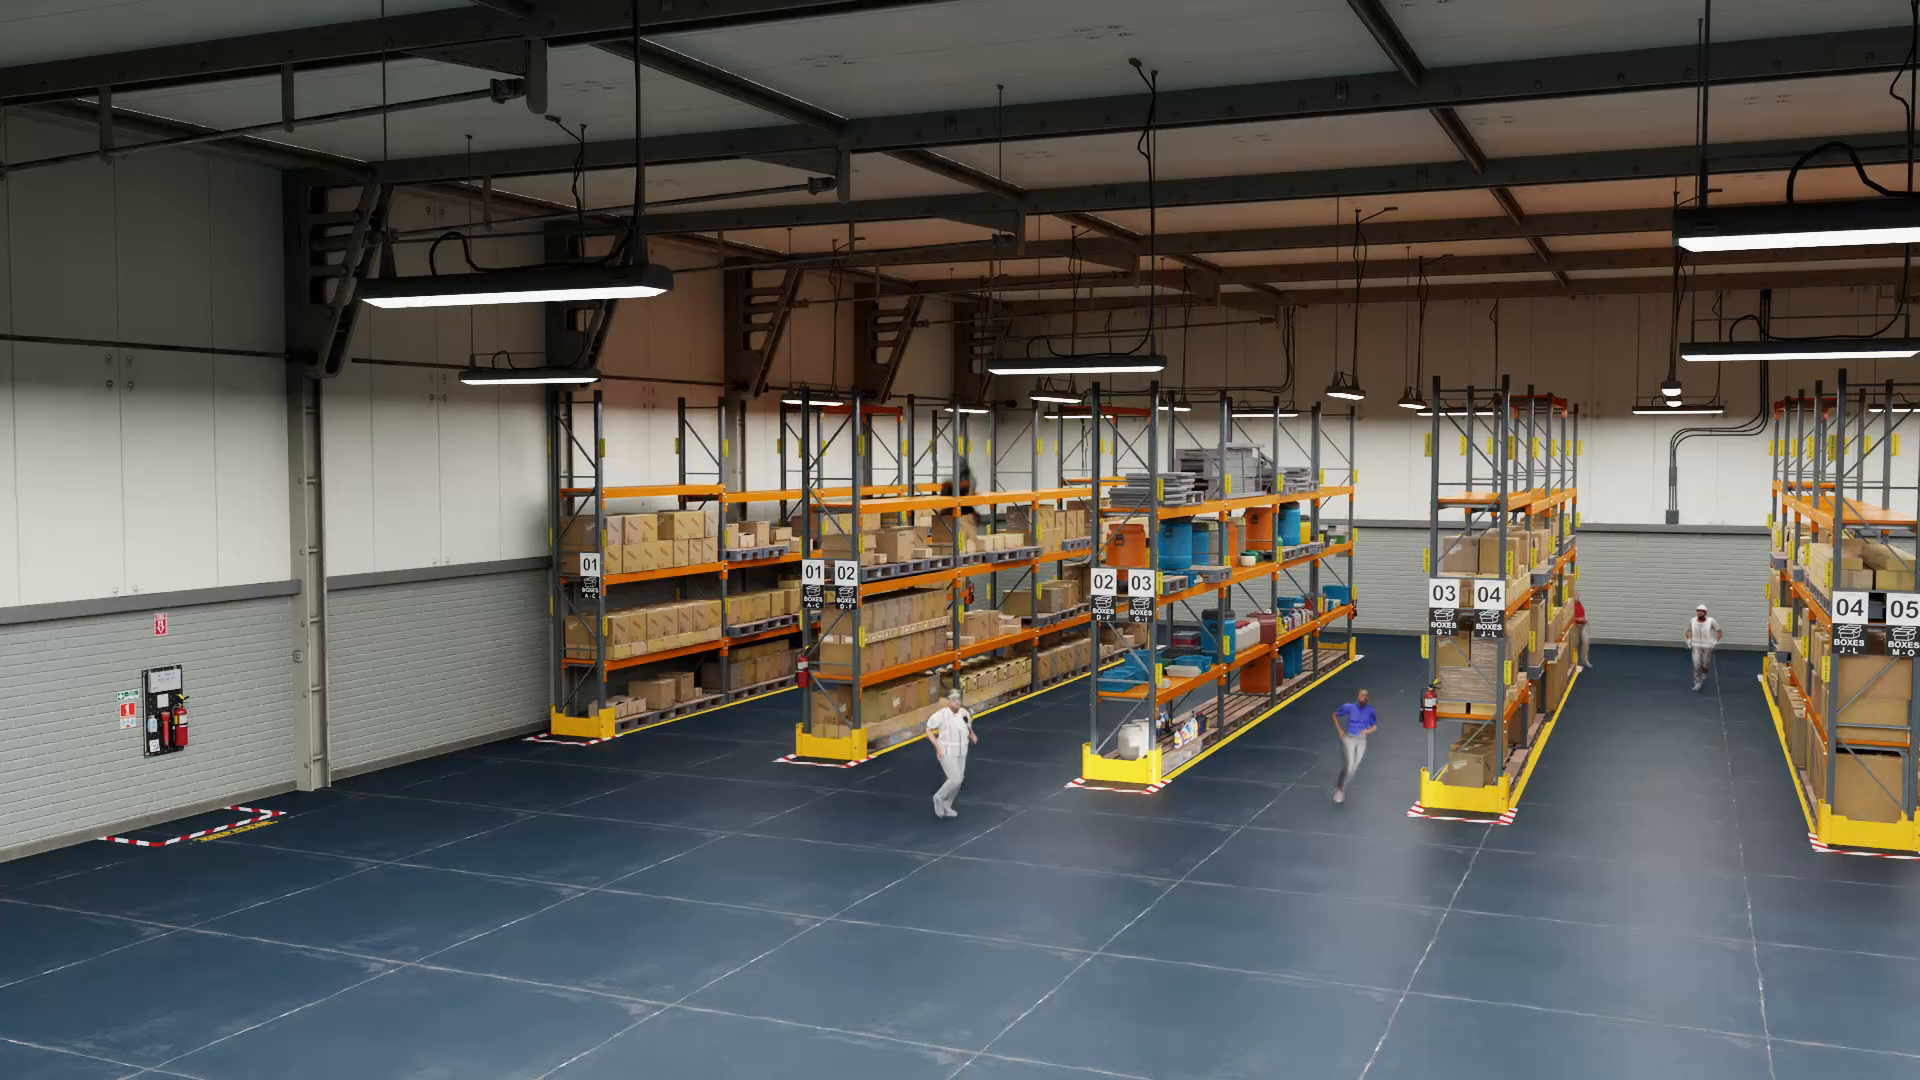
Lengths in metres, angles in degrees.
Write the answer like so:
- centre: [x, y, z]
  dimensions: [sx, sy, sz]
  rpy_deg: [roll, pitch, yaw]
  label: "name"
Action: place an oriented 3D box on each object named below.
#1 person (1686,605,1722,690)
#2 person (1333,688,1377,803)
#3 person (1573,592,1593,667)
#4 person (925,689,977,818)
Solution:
- centre: [15.474, 2.223, 34.596]
  dimensions: [0.697, 1.770, 0.689]
  rpy_deg: [2, 4, 35]
  label: "person"
- centre: [5.580, 2.904, 23.536]
  dimensions: [0.597, 1.655, 0.636]
  rpy_deg: [-1, 3, -9]
  label: "person"
- centre: [14.174, 2.057, 38.384]
  dimensions: [0.703, 1.732, 0.873]
  rpy_deg: [-2, 4, -31]
  label: "person"
- centre: [-0.055, 2.881, 22.486]
  dimensions: [0.639, 1.760, 0.632]
  rpy_deg: [-2, 4, -37]
  label: "person"
